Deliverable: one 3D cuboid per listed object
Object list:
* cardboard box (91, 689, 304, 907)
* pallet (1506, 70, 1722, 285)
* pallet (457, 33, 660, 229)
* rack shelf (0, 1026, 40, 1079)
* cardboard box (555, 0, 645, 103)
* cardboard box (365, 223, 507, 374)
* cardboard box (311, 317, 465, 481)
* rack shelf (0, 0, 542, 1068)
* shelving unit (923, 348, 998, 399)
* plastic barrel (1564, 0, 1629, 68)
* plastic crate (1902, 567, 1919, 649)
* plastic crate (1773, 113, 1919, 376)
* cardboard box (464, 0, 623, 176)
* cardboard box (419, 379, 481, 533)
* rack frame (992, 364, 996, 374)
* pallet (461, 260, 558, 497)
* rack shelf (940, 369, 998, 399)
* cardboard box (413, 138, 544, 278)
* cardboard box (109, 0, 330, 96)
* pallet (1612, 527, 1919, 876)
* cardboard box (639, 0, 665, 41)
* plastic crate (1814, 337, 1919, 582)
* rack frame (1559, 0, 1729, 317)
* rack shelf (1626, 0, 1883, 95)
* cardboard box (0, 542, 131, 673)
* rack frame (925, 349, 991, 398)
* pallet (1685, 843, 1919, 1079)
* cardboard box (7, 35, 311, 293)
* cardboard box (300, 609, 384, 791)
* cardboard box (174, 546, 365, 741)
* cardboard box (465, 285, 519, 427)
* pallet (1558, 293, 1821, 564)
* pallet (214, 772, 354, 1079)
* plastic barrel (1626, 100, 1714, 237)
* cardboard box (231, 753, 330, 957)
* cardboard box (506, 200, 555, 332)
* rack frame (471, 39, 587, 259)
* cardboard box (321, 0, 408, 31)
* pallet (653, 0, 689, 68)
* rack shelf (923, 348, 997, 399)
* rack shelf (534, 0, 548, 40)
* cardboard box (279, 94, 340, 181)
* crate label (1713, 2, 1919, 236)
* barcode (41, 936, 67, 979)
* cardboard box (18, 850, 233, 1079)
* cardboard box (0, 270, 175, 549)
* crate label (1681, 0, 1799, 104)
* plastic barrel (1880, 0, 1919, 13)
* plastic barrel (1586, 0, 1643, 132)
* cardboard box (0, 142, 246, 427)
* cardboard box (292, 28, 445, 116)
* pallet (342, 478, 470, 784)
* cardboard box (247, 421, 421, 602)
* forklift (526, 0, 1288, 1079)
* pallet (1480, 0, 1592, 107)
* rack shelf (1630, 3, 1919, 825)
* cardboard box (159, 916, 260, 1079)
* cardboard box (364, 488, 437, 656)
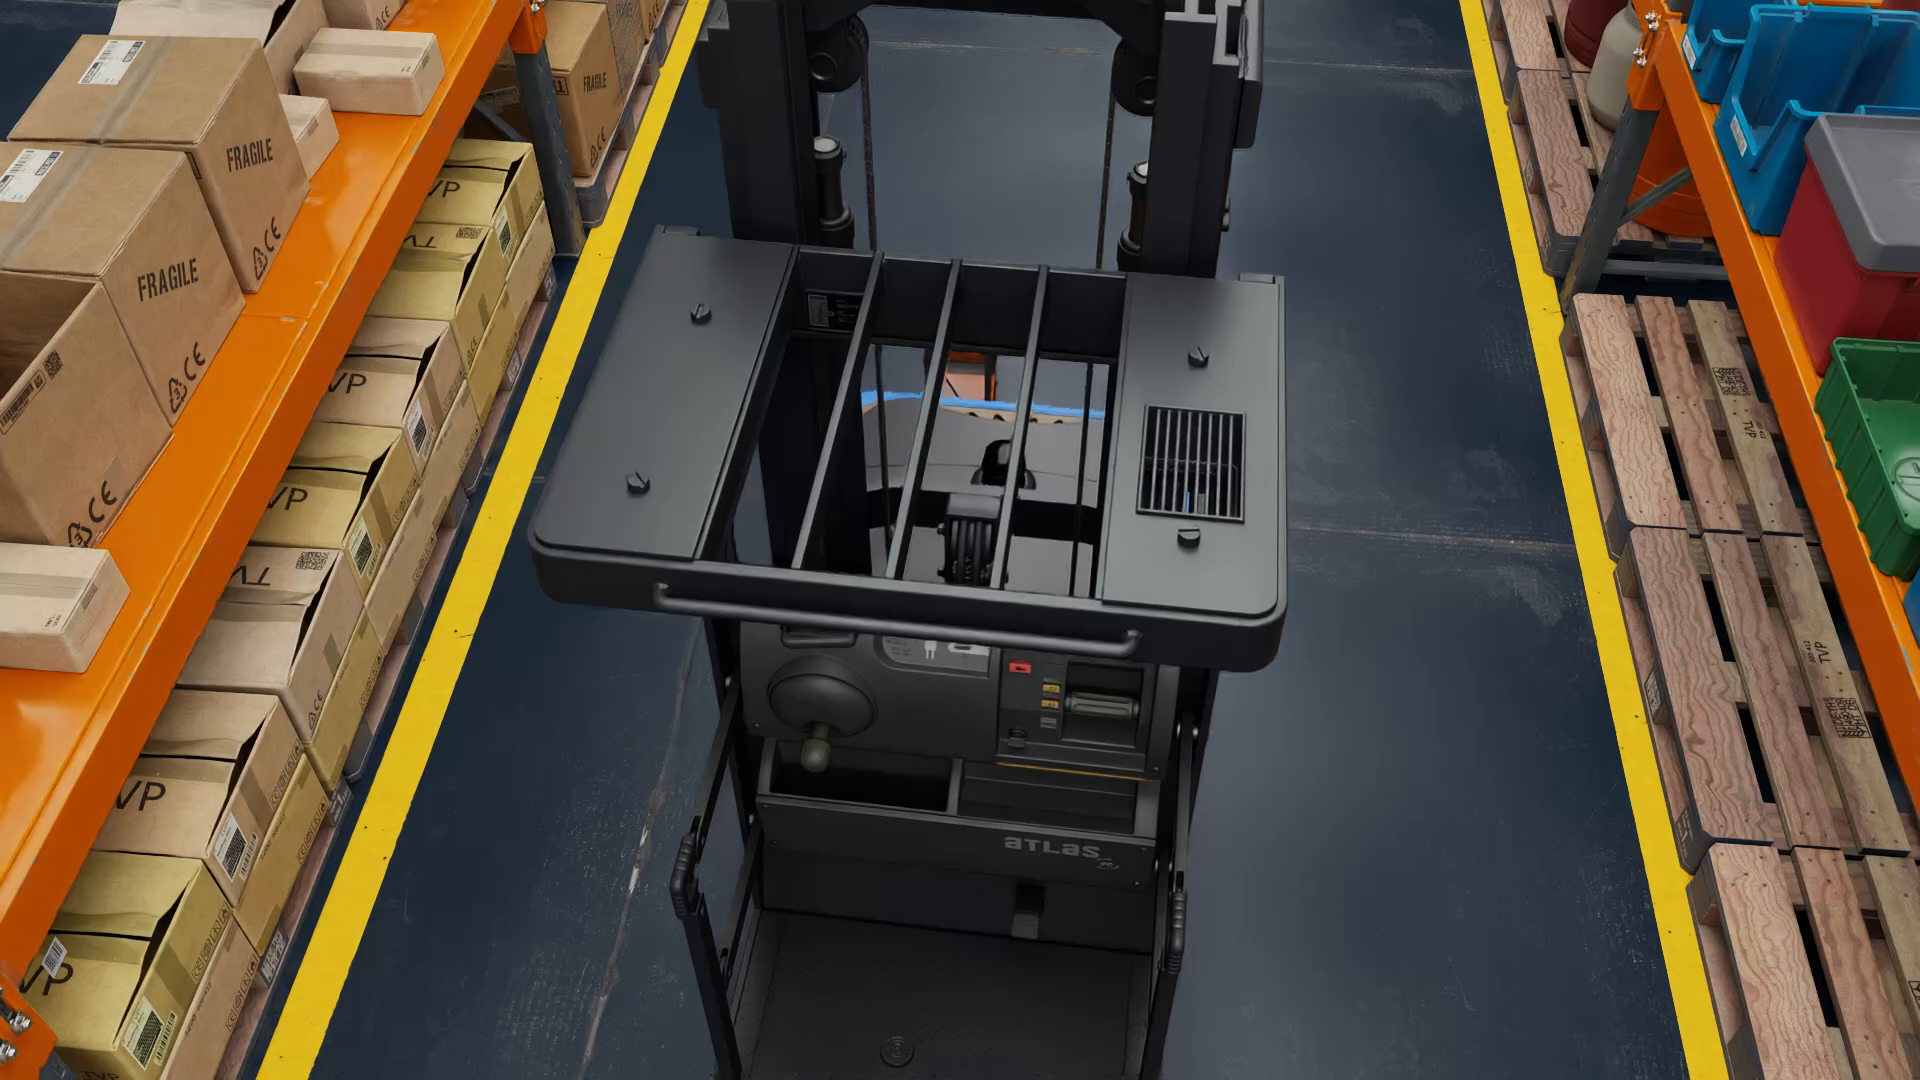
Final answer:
[{"bbox_3d":[-2.078,0.642,4.329,0.500,0.311,0.500,3,48,3],"label":"cardboard box"},{"bbox_3d":[2.913,-1.545,7.020,1.003,0.211,1.213,4,48,4],"label":"pallet"},{"bbox_3d":[-1.944,-1.845,7.294,1.003,0.211,1.213,4,48,4],"label":"pallet"},{"bbox_3d":[-2.597,2.412,1.999,1.077,0.370,4.000,4,48,4],"label":"rack shelf"},{"bbox_3d":[-1.682,-2.245,7.166,0.500,0.500,0.500,2,48,2],"label":"cardboard box"},{"bbox_3d":[-1.893,-0.859,5.702,0.500,0.311,0.500,3,48,3],"label":"cardboard box"},{"bbox_3d":[-1.942,-0.488,5.363,0.500,0.311,0.500,4,48,3],"label":"cardboard box"},{"bbox_3d":[-2.232,-0.527,4.687,1.077,0.370,4.000,4,48,4],"label":"rack shelf"},{"bbox_3d":[0.005,-0.394,5.399,0.215,1.050,0.252,4,48,4],"label":"shelving unit"},{"bbox_3d":[3.013,-2.422,7.282,0.600,0.588,0.708,4,48,4],"label":"plastic barrel"},{"bbox_3d":[2.309,0.209,3.537,0.392,0.384,0.575,4,48,4],"label":"plastic crate"},{"bbox_3d":[2.431,-0.759,4.368,0.402,0.464,0.583,4,48,4],"label":"plastic crate"},{"bbox_3d":[-1.724,-1.860,6.814,0.500,0.500,0.500,6,48,5],"label":"cardboard box"},{"bbox_3d":[-1.947,-0.302,5.572,0.500,0.250,0.500,5,48,4],"label":"cardboard box"},{"bbox_3d":[0.016,-0.483,5.481,0.200,1.050,0.008,4,48,4],"label":"rack frame"},{"bbox_3d":[-2.164,-0.696,6.244,1.003,0.211,1.213,4,48,4],"label":"pallet"},{"bbox_3d":[0.005,-0.386,5.406,0.215,0.259,0.240,4,48,4],"label":"rack shelf"},{"bbox_3d":[-1.852,-1.241,6.051,0.500,0.311,0.500,5,48,5],"label":"cardboard box"},{"bbox_3d":[-2.324,-1.566,5.210,0.500,0.311,0.500,3,48,3],"label":"cardboard box"},{"bbox_3d":[2.660,0.498,5.152,1.003,0.211,1.213,4,48,4],"label":"pallet"},{"bbox_3d":[-1.631,-2.613,7.503,0.500,0.500,0.500,3,48,3],"label":"cardboard box"},{"bbox_3d":[2.396,-0.192,4.036,0.450,0.188,0.662,4,48,4],"label":"plastic crate"},{"bbox_3d":[2.883,-1.904,5.459,1.000,3.000,0.127,4,48,4],"label":"rack frame"},{"bbox_3d":[3.065,-3.131,7.068,1.077,0.370,4.000,4,48,4],"label":"rack shelf"},{"bbox_3d":[-2.130,0.147,3.753,0.380,0.149,0.250,4,48,4],"label":"cardboard box"},{"bbox_3d":[-0.006,-0.304,5.317,0.200,1.050,0.008,4,48,4],"label":"rack frame"},{"bbox_3d":[2.551,1.397,4.329,1.003,0.211,1.213,4,48,4],"label":"pallet"},{"bbox_3d":[-2.186,-1.040,4.600,0.500,0.500,0.500,2,48,1],"label":"cardboard box"},{"bbox_3d":[-2.038,0.450,4.885,0.500,0.250,0.500,3,48,2],"label":"cardboard box"},{"bbox_3d":[-2.032,0.262,4.677,0.500,0.311,0.500,2,48,2],"label":"cardboard box"},{"bbox_3d":[-1.898,-0.672,5.910,0.500,0.250,0.500,3,48,3],"label":"cardboard box"},{"bbox_3d":[2.773,-0.396,5.969,1.003,0.211,1.213,4,48,4],"label":"pallet"},{"bbox_3d":[-2.386,1.096,4.604,1.003,0.211,1.213,4,48,4],"label":"pallet"},{"bbox_3d":[2.910,-1.674,6.434,0.600,0.830,0.708,4,48,4],"label":"plastic barrel"},{"bbox_3d":[-2.083,0.830,4.536,0.500,0.250,0.500,5,48,5],"label":"cardboard box"},{"bbox_3d":[-1.855,-1.051,6.257,0.500,0.250,0.500,5,48,4],"label":"cardboard box"},{"bbox_3d":[-2.050,-2.240,5.766,1.000,3.000,0.127,4,48,4],"label":"rack frame"},{"bbox_3d":[-2.126,-1.945,5.557,0.500,0.311,0.500,7,48,6],"label":"cardboard box"},{"bbox_3d":[-1.830,-2.739,8.112,1.003,0.211,1.213,4,48,4],"label":"pallet"},{"bbox_3d":[0.005,-0.578,5.197,0.215,0.259,0.240,4,48,4],"label":"rack shelf"},{"bbox_3d":[-1.867,-3.467,7.376,1.077,0.370,4.000,4,48,4],"label":"rack shelf"},{"bbox_3d":[-2.110,-1.214,4.998,0.380,0.149,0.250,7,48,6],"label":"cardboard box"},{"bbox_3d":[2.523,-1.204,4.795,0.502,0.435,0.616,4,48,4],"label":"crate label"},{"bbox_3d":[-1.976,0.911,3.629,0.001,0.075,0.075,4,48,4],"label":"barcode"},{"bbox_3d":[-2.129,1.009,3.993,0.500,0.311,0.500,4,48,4],"label":"cardboard box"},{"bbox_3d":[-2.280,-0.285,3.910,0.500,0.500,0.500,7,48,6],"label":"cardboard box"},{"bbox_3d":[2.471,-1.563,5.260,0.303,0.233,0.416,4,48,4],"label":"crate label"},{"bbox_3d":[3.142,-1.589,5.078,0.600,0.536,0.708,4,48,4],"label":"plastic barrel"},{"bbox_3d":[2.873,-1.988,6.937,0.421,0.512,0.421,0,48,0],"label":"plastic barrel"},{"bbox_3d":[-2.234,-0.653,4.246,0.500,0.500,0.500,4,48,4],"label":"cardboard box"},{"bbox_3d":[-1.857,-1.476,5.237,0.380,0.149,0.250,4,48,4],"label":"cardboard box"},{"bbox_3d":[-2.277,0.198,5.426,1.003,0.211,1.213,4,48,4],"label":"pallet"},{"bbox_3d":[-1.990,-0.120,5.026,0.500,0.311,0.500,5,48,5],"label":"cardboard box"},{"bbox_3d":[-0.031,0.423,3.377,1.130,2.935,3.031,6,48,5],"label":"forklift"},{"bbox_3d":[3.027,-2.439,7.838,1.003,0.211,1.213,4,48,4],"label":"pallet"},{"bbox_3d":[2.700,-0.192,4.380,1.077,0.370,4.000,4,48,4],"label":"rack shelf"},{"bbox_3d":[-2.131,1.206,4.193,0.500,0.250,0.500,3,48,3],"label":"cardboard box"},{"bbox_3d":[-1.991,0.076,5.227,0.500,0.250,0.500,5,48,4],"label":"cardboard box"}]
